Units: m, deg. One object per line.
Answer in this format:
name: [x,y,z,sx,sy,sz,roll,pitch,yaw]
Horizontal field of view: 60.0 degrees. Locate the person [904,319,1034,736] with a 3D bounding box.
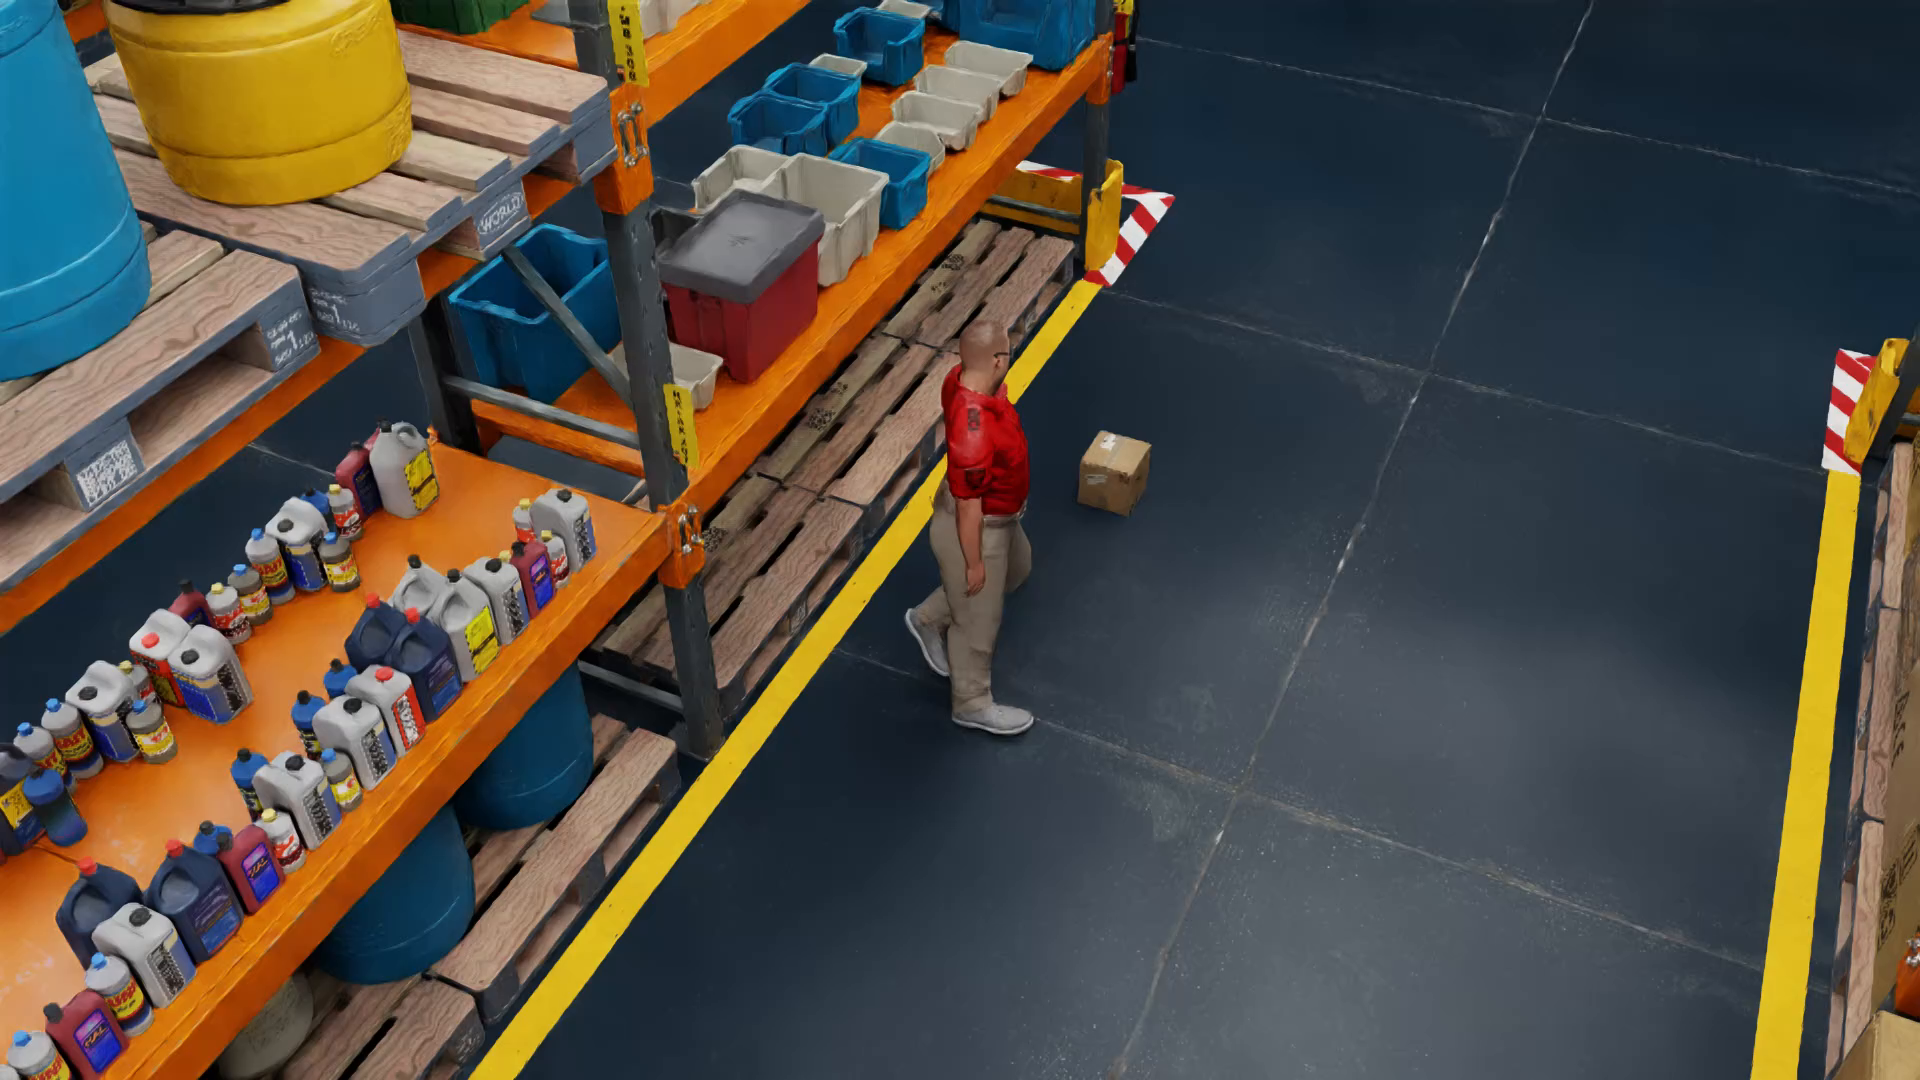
person: [0.033,-0.061,6.230,0.530,1.700,0.615,1,42,1]
